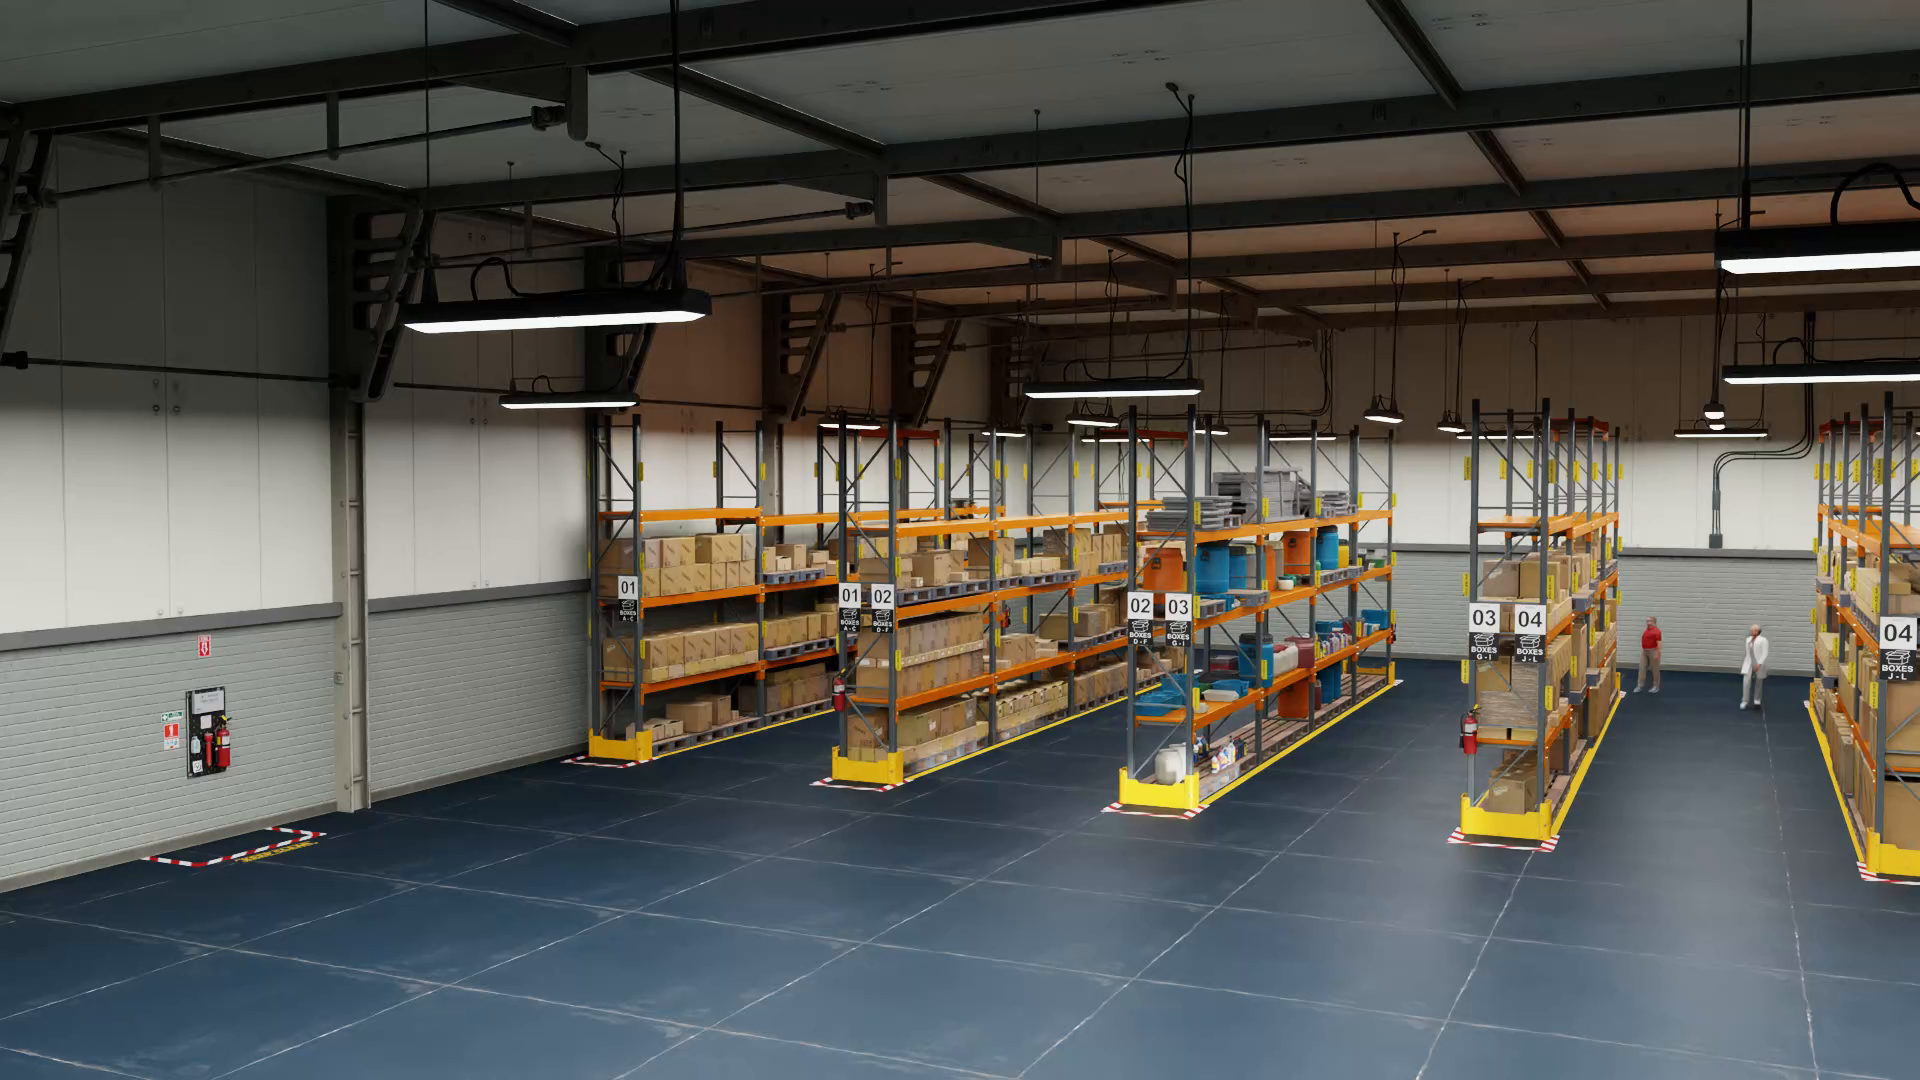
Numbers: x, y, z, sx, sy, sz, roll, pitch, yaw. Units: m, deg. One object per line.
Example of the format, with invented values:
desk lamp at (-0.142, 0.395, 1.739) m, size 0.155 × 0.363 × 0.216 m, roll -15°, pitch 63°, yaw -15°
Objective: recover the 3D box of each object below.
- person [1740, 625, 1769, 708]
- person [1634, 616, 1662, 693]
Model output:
person at (16.794, 2.661, 35.142) m, size 0.532 × 1.727 × 1.052 m, roll 1°, pitch 3°, yaw 29°
person at (15.619, 2.599, 37.650) m, size 0.601 × 1.729 × 0.545 m, roll -1°, pitch 3°, yaw -25°
